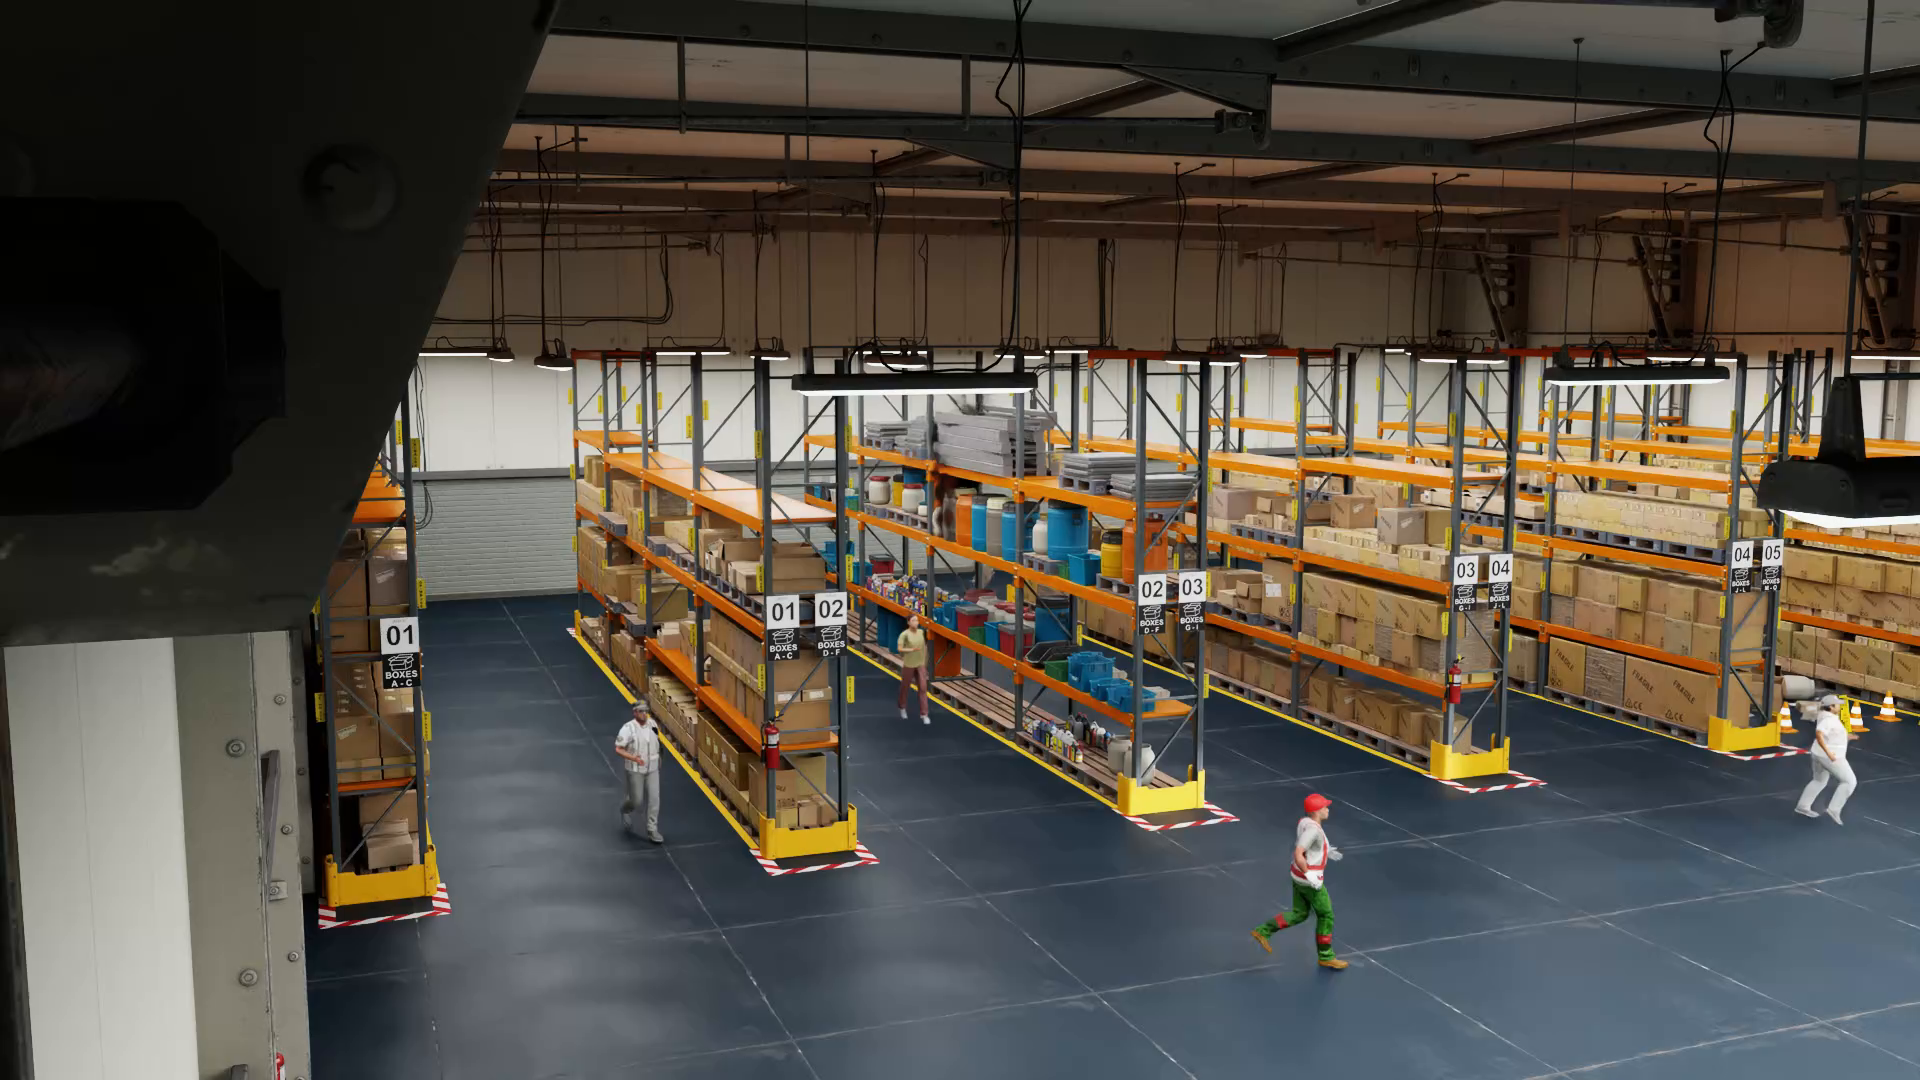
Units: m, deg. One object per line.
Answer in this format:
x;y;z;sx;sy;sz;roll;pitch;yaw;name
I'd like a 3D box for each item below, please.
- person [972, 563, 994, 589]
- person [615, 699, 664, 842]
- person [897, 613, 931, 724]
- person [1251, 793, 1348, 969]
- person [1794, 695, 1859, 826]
0.564;0.513;40.140;0.572;1.653;0.694;0;7;0;person
-3.994;2.852;20.875;0.673;1.754;0.900;-5;9;-37;person
-0.718;1.977;25.873;0.568;1.697;0.885;-3;8;-26;person
3.416;3.397;16.596;0.953;1.774;0.631;0;7;0;person
11.257;2.846;21.540;0.711;1.708;0.575;1;7;6;person
